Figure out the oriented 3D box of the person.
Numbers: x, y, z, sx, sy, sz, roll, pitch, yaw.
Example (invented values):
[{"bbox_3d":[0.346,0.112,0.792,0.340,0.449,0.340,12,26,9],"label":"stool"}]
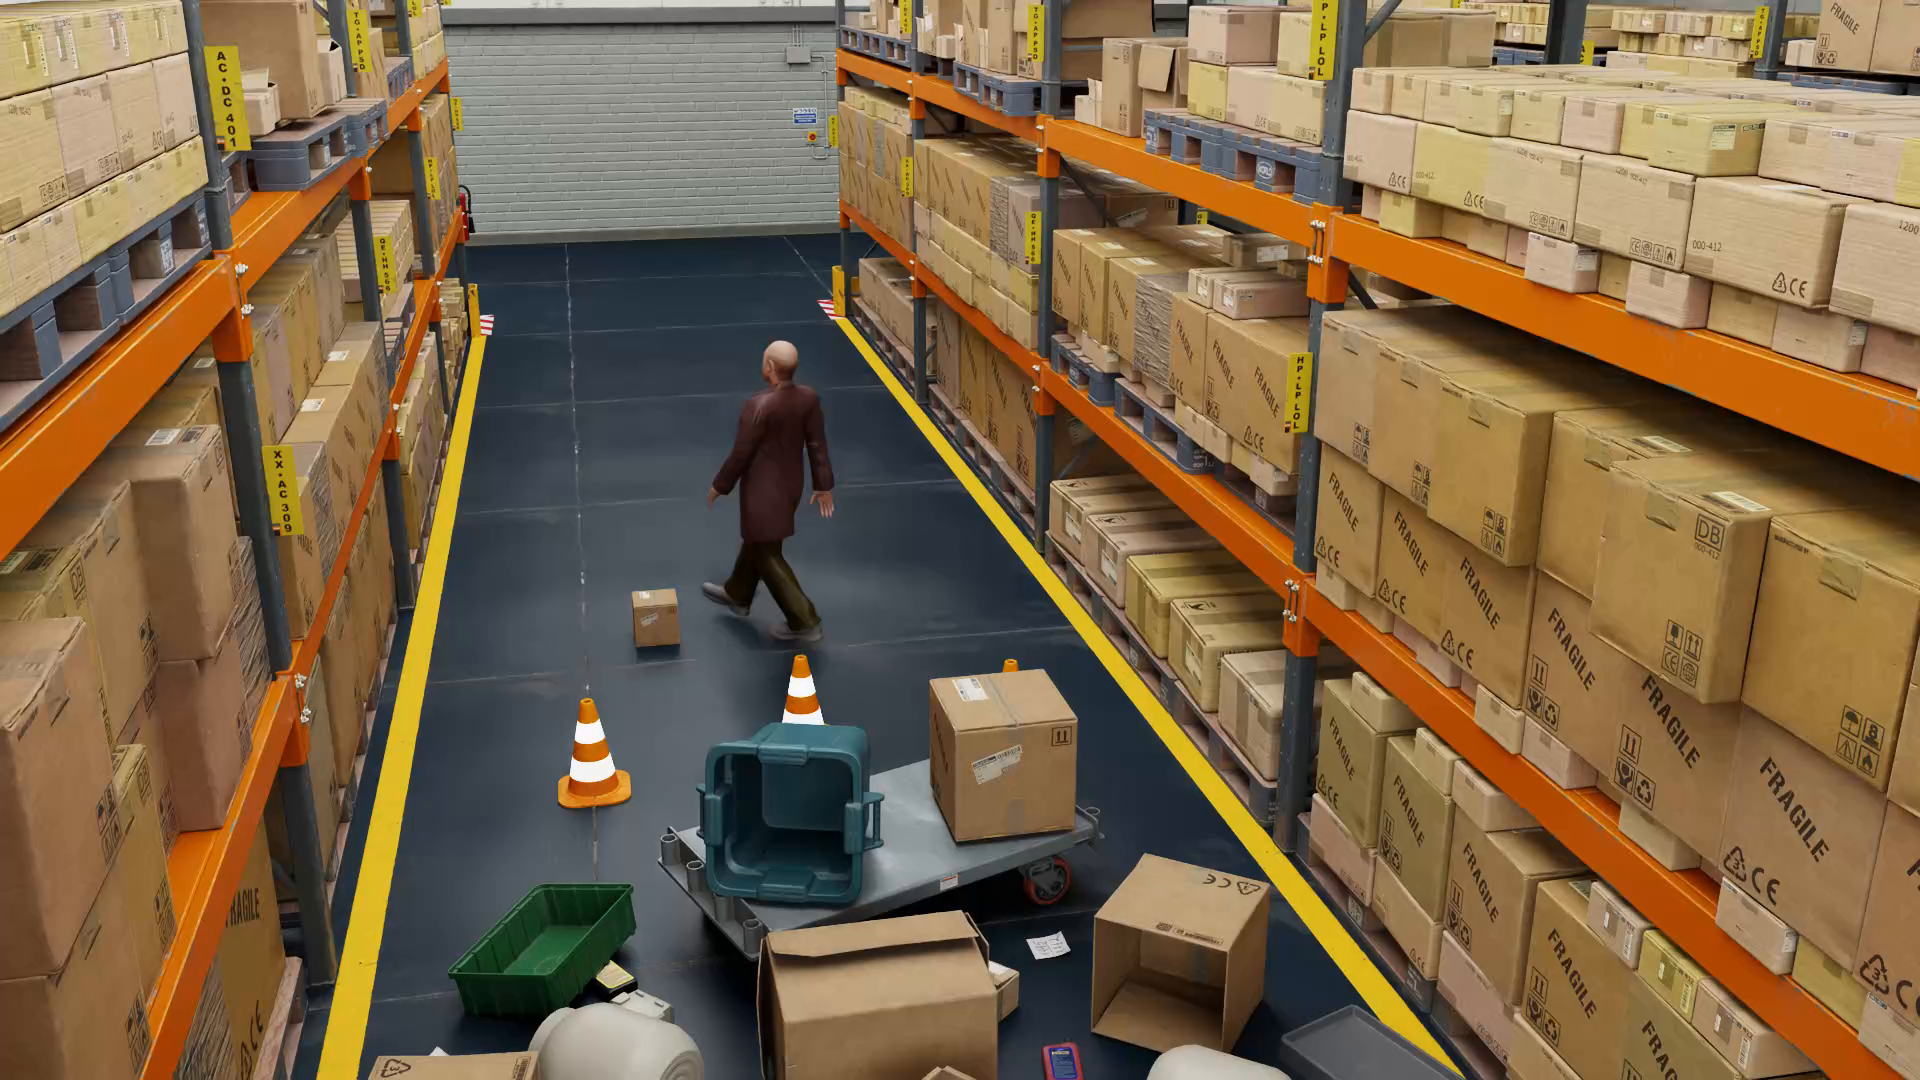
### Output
[{"bbox_3d":[-1.178,-0.308,9.474,1.014,1.718,0.637,12,23,31],"label":"person"}]
